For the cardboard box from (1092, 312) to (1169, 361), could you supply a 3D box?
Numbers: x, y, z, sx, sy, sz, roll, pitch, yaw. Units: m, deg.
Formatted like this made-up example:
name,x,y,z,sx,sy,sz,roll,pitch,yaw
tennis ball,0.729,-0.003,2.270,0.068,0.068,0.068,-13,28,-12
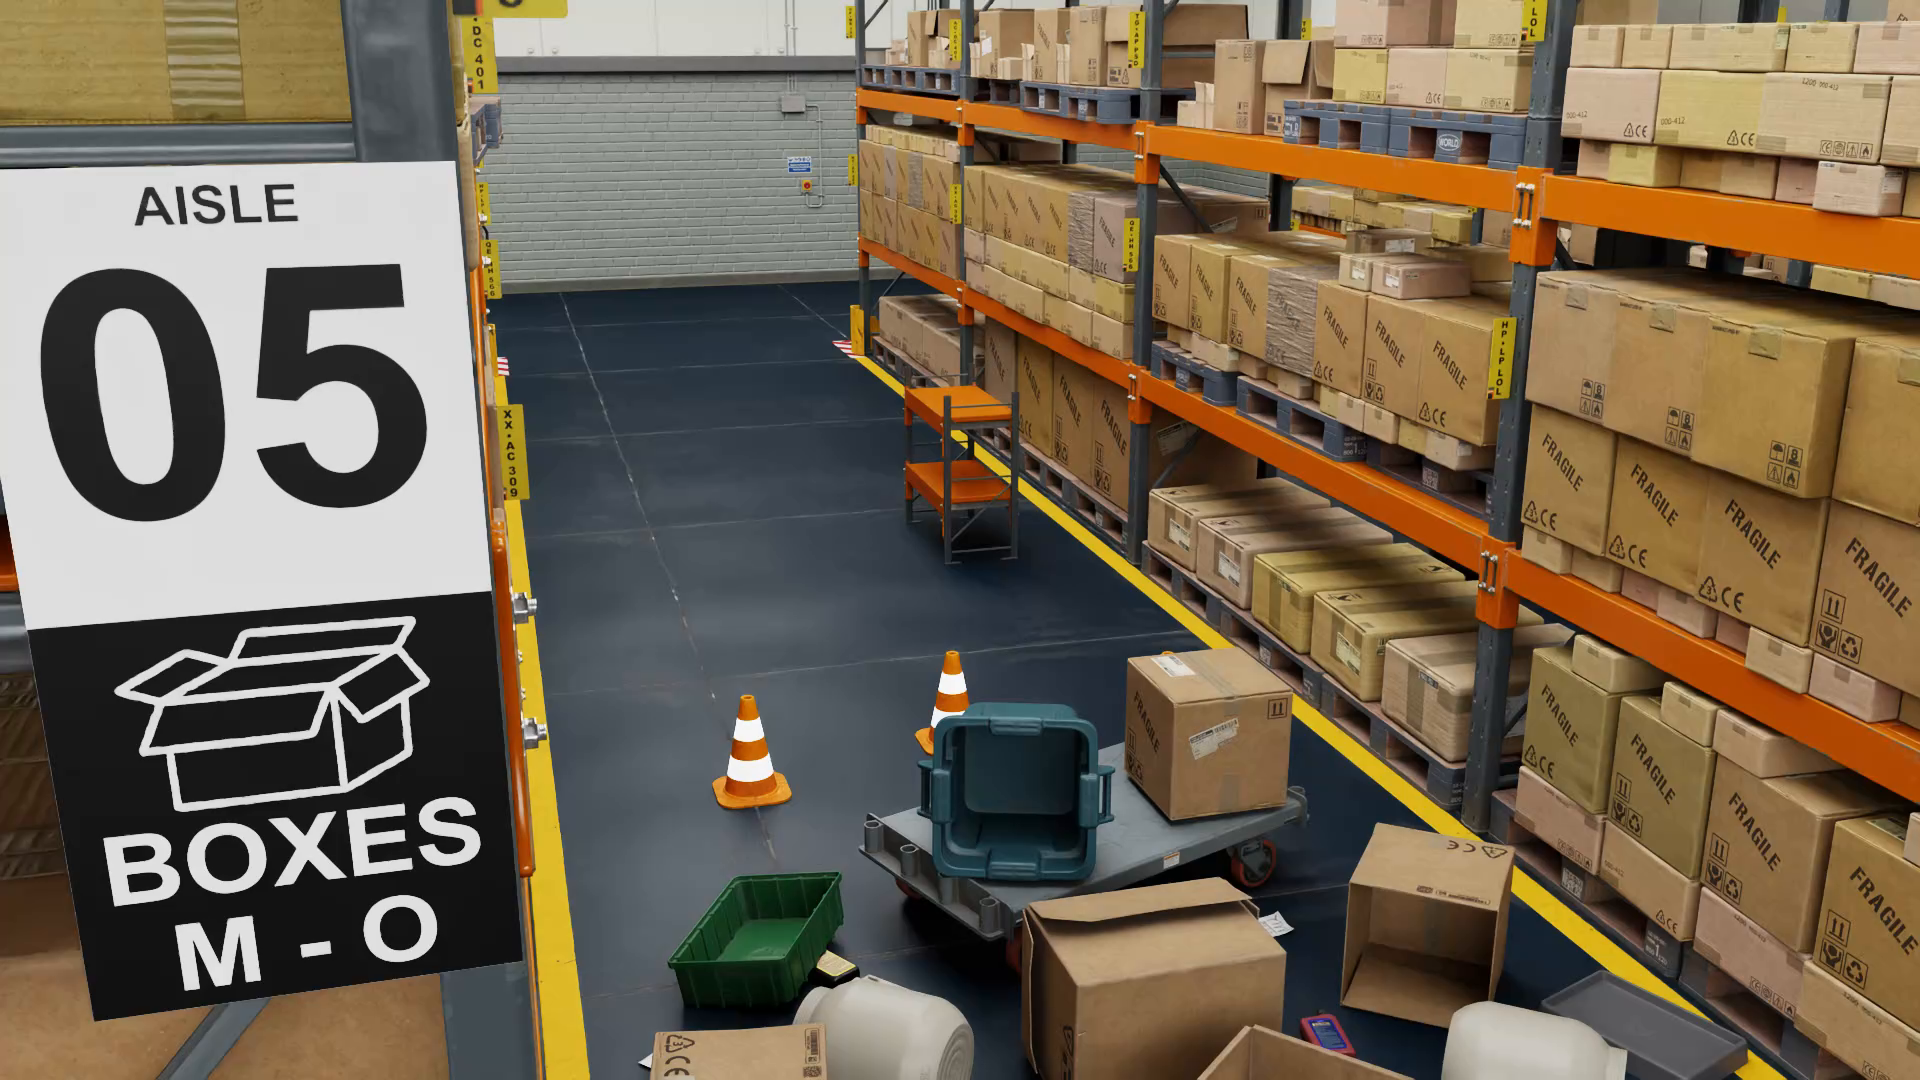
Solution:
name,x,y,z,sx,sy,sz,roll,pitch,yaw
cardboard box,1.207,-1.368,11.054,0.500,0.250,0.500,-5,18,-17

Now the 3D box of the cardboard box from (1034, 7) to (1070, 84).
name,x,y,z,sx,sy,sz,roll,pitch,yaw
cardboard box,0.832,-3.471,11.675,0.500,0.500,0.500,-5,17,-15

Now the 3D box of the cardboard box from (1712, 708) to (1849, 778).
name,x,y,z,sx,sy,sz,roll,pitch,yaw
cardboard box,2.794,0.672,5.620,0.380,0.149,0.250,-4,17,-12

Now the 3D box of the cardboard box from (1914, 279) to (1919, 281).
name,x,y,z,sx,sy,sz,roll,pitch,yaw
cardboard box,6.425,-1.747,10.753,0.380,0.149,0.250,-4,17,-15

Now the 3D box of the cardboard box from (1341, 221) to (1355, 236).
name,x,y,z,sx,sy,sz,roll,pitch,yaw
cardboard box,4.301,-3.334,17.773,0.380,0.149,0.250,-5,17,-17

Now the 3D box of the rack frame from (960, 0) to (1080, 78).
name,x,y,z,sx,sy,sz,roll,pitch,yaw
rack frame,0.496,-5.300,13.455,1.000,3.000,0.127,-5,17,-15

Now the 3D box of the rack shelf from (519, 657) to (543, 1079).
name,x,y,z,sx,sy,sz,roll,pitch,yaw
rack shelf,-1.487,1.103,3.817,1.077,0.370,4.000,-5,17,-15

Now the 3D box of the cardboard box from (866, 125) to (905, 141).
name,x,y,z,sx,sy,sz,roll,pitch,yaw
cardboard box,-0.772,-4.251,17.350,0.380,0.149,0.250,-4,17,-14

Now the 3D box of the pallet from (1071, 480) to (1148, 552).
name,x,y,z,sx,sy,sz,roll,pitch,yaw
pallet,1.451,-0.209,11.782,1.003,0.211,1.213,-5,17,-15

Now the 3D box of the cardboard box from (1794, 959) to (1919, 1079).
name,x,y,z,sx,sy,sz,roll,pitch,yaw
cardboard box,3.029,1.517,5.236,0.500,0.250,0.500,-5,18,-17

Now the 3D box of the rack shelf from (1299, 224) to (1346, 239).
name,x,y,z,sx,sy,sz,roll,pitch,yaw
rack shelf,4.718,-3.029,17.573,1.077,0.370,4.000,-5,17,-15

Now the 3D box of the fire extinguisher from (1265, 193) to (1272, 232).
name,x,y,z,sx,sy,sz,roll,pitch,yaw
fire extinguisher,3.684,-3.716,19.390,0.296,0.674,0.183,-5,17,-15

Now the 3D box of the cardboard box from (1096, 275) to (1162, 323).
name,x,y,z,sx,sy,sz,roll,pitch,yaw
cardboard box,1.218,-1.602,10.963,0.500,0.250,0.500,-5,17,-15

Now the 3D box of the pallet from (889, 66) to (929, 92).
name,x,y,z,sx,sy,sz,roll,pitch,yaw
pallet,-0.050,-4.385,15.777,1.003,0.211,1.213,-5,17,-15

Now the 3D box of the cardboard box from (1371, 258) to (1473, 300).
name,x,y,z,sx,sy,sz,roll,pitch,yaw
cardboard box,2.149,-1.216,7.737,0.380,0.149,0.250,-5,17,-17

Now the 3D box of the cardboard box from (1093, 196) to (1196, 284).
name,x,y,z,sx,sy,sz,roll,pitch,yaw
cardboard box,1.202,-1.970,10.884,0.500,0.500,0.500,-5,17,-17

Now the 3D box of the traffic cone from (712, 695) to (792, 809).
name,x,y,z,sx,sy,sz,roll,pitch,yaw
traffic cone,-0.954,0.930,7.553,0.336,0.463,0.334,-5,17,-15

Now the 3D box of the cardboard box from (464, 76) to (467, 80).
name,x,y,z,sx,sy,sz,roll,pitch,yaw
cardboard box,-1.417,-1.073,4.129,0.380,0.149,0.250,-5,17,-15

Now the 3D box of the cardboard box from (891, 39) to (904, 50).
name,x,y,z,sx,sy,sz,roll,pitch,yaw
cardboard box,-0.393,-5.030,17.126,0.500,0.250,0.500,-6,18,-20

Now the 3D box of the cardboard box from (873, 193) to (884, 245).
name,x,y,z,sx,sy,sz,roll,pitch,yaw
cardboard box,-0.582,-3.288,17.011,0.500,0.500,0.500,-5,17,-16

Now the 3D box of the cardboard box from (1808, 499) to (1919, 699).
name,x,y,z,sx,sy,sz,roll,pitch,yaw
cardboard box,2.991,0.154,5.034,0.500,0.500,0.500,-4,17,-15

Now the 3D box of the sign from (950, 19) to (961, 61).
name,x,y,z,sx,sy,sz,roll,pitch,yaw
sign,-0.037,-4.105,13.653,0.100,0.325,0.005,-5,17,-15

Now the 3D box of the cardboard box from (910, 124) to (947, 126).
name,x,y,z,sx,sy,sz,roll,pitch,yaw
cardboard box,-0.312,-4.288,17.472,0.380,0.149,0.250,-4,17,-15

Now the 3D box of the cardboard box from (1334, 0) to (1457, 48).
name,x,y,z,sx,sy,sz,roll,pitch,yaw
cardboard box,2.111,-2.450,7.843,0.500,0.250,0.500,-4,17,-14

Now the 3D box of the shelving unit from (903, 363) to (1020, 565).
name,x,y,z,sx,sy,sz,roll,pitch,yaw
shelving unit,-0.002,-0.541,11.296,0.538,1.125,1.048,-5,17,-15

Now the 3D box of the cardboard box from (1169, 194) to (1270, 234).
name,x,y,z,sx,sy,sz,roll,pitch,yaw
cardboard box,1.695,-2.003,10.995,0.500,0.500,0.500,-5,18,-17

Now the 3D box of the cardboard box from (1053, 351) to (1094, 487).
name,x,y,z,sx,sy,sz,roll,pitch,yaw
cardboard box,1.244,-0.949,12.360,0.875,0.875,0.875,-4,17,-15

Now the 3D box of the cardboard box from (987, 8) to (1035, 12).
name,x,y,z,sx,sy,sz,roll,pitch,yaw
cardboard box,0.536,-4.340,14.394,0.500,0.500,0.500,-4,17,-14

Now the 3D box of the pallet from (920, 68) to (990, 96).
name,x,y,z,sx,sy,sz,roll,pitch,yaw
pallet,0.281,-4.048,14.655,1.003,0.211,1.213,-5,17,-15

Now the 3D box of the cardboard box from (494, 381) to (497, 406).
name,x,y,z,sx,sy,sz,roll,pitch,yaw
cardboard box,-2.336,-0.428,7.489,0.500,0.500,0.500,-4,17,-14

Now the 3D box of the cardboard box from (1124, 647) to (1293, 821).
name,x,y,z,sx,sy,sz,roll,pitch,yaw
cardboard box,0.991,0.769,6.706,0.500,0.500,0.500,-5,17,-15

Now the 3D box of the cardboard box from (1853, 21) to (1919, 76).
name,x,y,z,sx,sy,sz,roll,pitch,yaw
cardboard box,2.878,-1.444,4.880,0.380,0.149,0.250,-5,17,-16

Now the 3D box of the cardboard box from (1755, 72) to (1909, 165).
name,x,y,z,sx,sy,sz,roll,pitch,yaw
cardboard box,2.828,-1.297,5.084,0.500,0.250,0.500,-5,17,-15

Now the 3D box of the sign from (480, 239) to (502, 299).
name,x,y,z,sx,sy,sz,roll,pitch,yaw
sign,-2.604,-1.501,9.221,0.100,0.325,0.005,-5,17,-15

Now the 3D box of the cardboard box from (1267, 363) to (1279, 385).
name,x,y,z,sx,sy,sz,roll,pitch,yaw
cardboard box,1.894,-0.923,9.019,0.380,0.149,0.250,-4,17,-13

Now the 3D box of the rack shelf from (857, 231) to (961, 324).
name,x,y,z,sx,sy,sz,roll,pitch,yaw
rack shelf,-0.054,-2.636,16.263,1.077,0.370,4.000,-5,17,-15

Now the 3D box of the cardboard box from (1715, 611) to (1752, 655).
name,x,y,z,sx,sy,sz,roll,pitch,yaw
cardboard box,2.832,0.298,5.683,0.380,0.149,0.250,-5,17,-16

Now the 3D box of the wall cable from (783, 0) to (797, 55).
name,x,y,z,sx,sy,sz,roll,pitch,yaw
wall cable,-2.437,-7.958,22.302,0.463,3.000,0.029,-5,17,-15

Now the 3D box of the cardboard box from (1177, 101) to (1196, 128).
name,x,y,z,sx,sy,sz,roll,pitch,yaw
cardboard box,1.518,-2.536,9.904,0.380,0.149,0.250,-5,17,-15

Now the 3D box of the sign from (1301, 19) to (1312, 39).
name,x,y,z,sx,sy,sz,roll,pitch,yaw
sign,2.118,-3.047,10.270,0.100,0.325,0.005,-5,17,-15

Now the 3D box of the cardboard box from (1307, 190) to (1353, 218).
name,x,y,z,sx,sy,sz,roll,pitch,yaw
cardboard box,4.173,-3.711,18.337,0.500,0.250,0.500,-5,17,-15

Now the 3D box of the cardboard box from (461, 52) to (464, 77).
name,x,y,z,sx,sy,sz,roll,pitch,yaw
cardboard box,-1.241,-1.017,3.250,0.500,0.250,0.500,-5,17,-16

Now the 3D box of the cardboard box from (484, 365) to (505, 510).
name,x,y,z,sx,sy,sz,roll,pitch,yaw
cardboard box,-1.706,-0.136,4.554,0.875,0.550,0.550,-5,17,-15

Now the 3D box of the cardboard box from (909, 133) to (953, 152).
name,x,y,z,sx,sy,sz,roll,pitch,yaw
cardboard box,-0.267,-3.750,15.683,0.380,0.149,0.250,-5,17,-15

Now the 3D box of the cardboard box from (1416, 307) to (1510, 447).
name,x,y,z,sx,sy,sz,roll,pitch,yaw
cardboard box,2.347,-0.715,7.199,0.500,0.500,0.500,-5,17,-16

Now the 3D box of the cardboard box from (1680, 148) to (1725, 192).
name,x,y,z,sx,sy,sz,roll,pitch,yaw
cardboard box,2.737,-1.288,5.749,0.380,0.149,0.250,-5,17,-15

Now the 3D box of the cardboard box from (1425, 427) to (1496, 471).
name,x,y,z,sx,sy,sz,roll,pitch,yaw
cardboard box,2.288,-0.416,7.328,0.380,0.149,0.250,-4,17,-14

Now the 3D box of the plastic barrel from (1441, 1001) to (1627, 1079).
name,x,y,z,sx,sy,sz,roll,pitch,yaw
plastic barrel,1.771,1.674,5.142,0.512,0.421,0.421,7,18,23

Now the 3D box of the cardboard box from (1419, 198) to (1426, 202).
name,x,y,z,sx,sy,sz,roll,pitch,yaw
cardboard box,4.966,-3.467,17.522,0.500,0.250,0.500,-5,17,-15

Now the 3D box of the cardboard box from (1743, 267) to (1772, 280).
name,x,y,z,sx,sy,sz,roll,pitch,yaw
cardboard box,5.817,-1.946,12.424,0.380,0.149,0.250,-4,17,-14

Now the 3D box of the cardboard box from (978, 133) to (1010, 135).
name,x,y,z,sx,sy,sz,roll,pitch,yaw
cardboard box,0.258,-3.795,15.833,0.380,0.149,0.250,-5,17,-15

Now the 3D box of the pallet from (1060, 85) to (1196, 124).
name,x,y,z,sx,sy,sz,roll,pitch,yaw
pallet,1.367,-2.841,10.809,1.213,0.211,1.003,-4,17,-13

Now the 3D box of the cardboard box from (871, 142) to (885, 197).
name,x,y,z,sx,sy,sz,roll,pitch,yaw
cardboard box,-0.596,-3.763,16.852,0.500,0.500,0.500,-5,17,-17

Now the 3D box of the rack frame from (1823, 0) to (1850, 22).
name,x,y,z,sx,sy,sz,roll,pitch,yaw
rack frame,6.367,-4.587,11.081,1.000,3.000,0.127,-5,17,-15

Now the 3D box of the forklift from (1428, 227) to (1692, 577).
name,x,y,z,sx,sy,sz,roll,pitch,yaw
forklift,4.577,-1.129,10.117,3.031,2.935,1.130,7,18,23

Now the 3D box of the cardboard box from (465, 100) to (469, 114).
name,x,y,z,sx,sy,sz,roll,pitch,yaw
cardboard box,-0.933,-0.584,2.500,0.380,0.149,0.250,-5,17,-15
